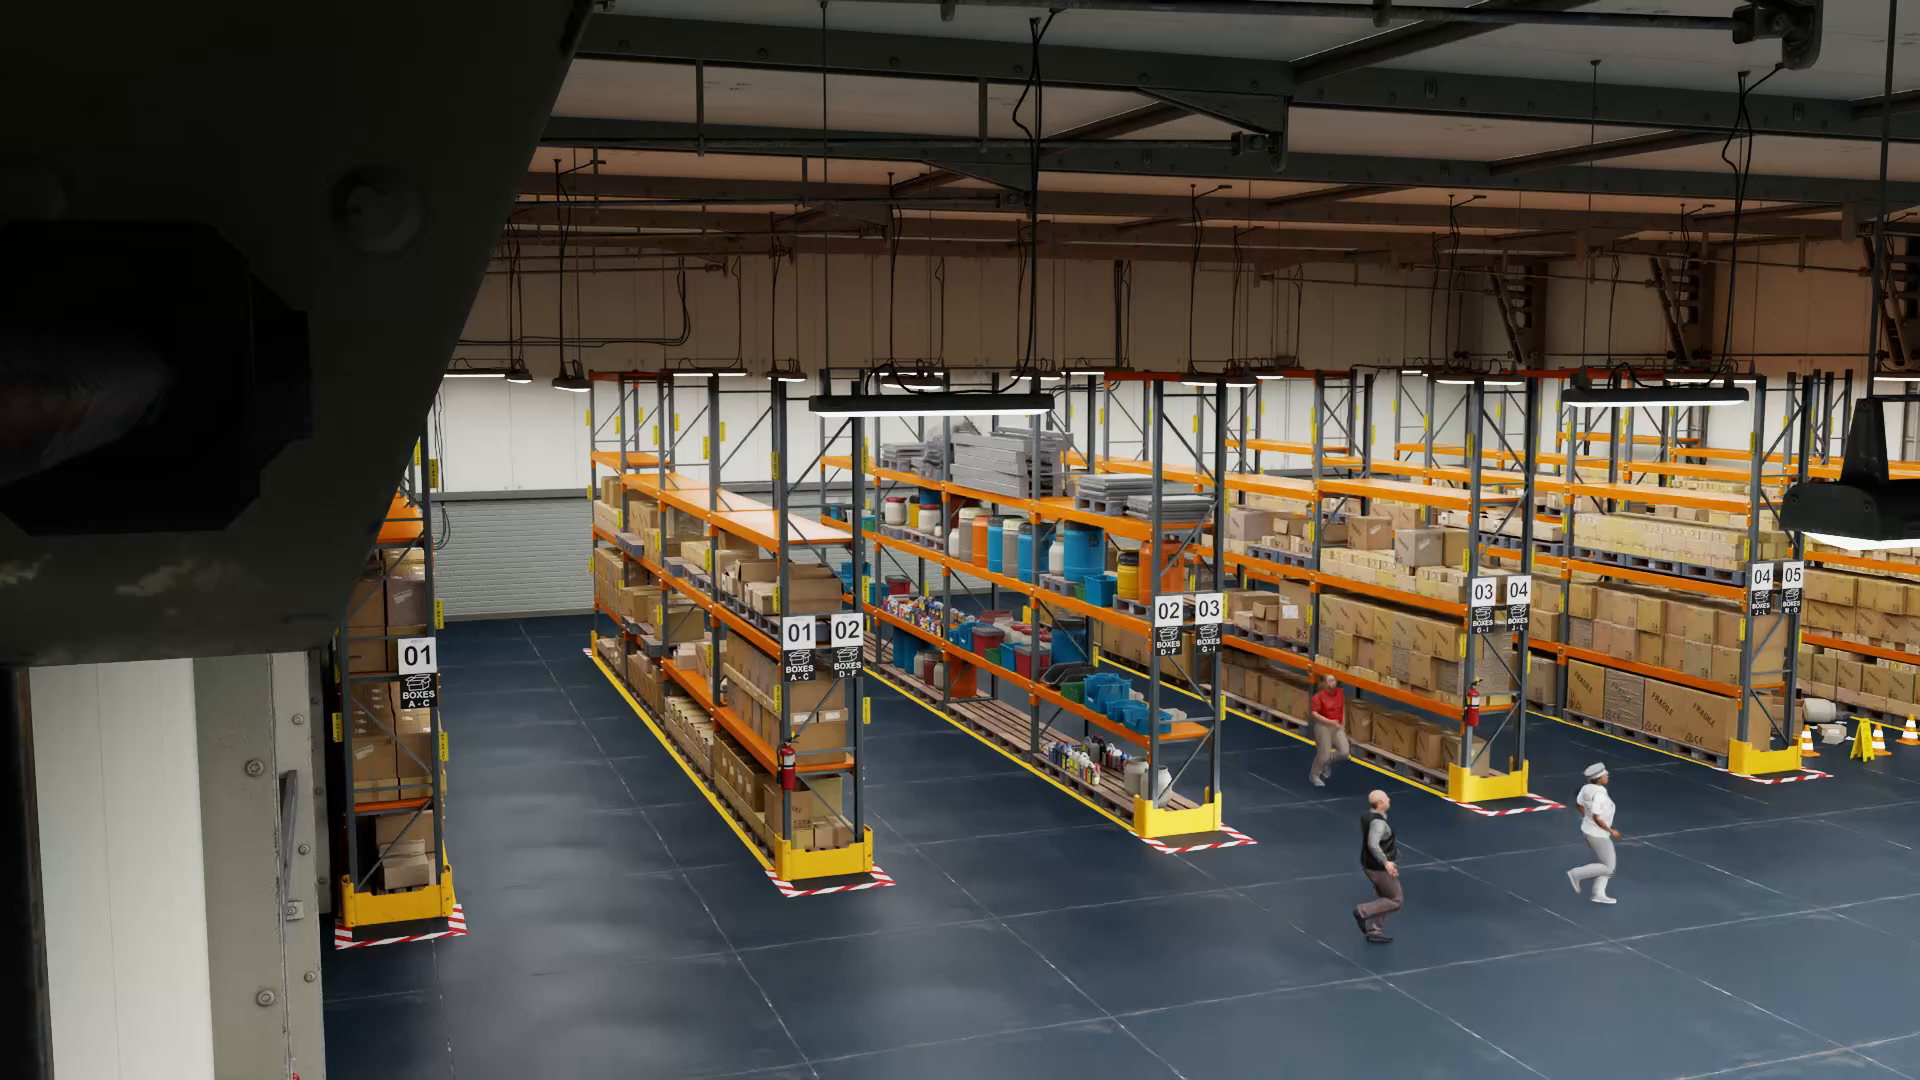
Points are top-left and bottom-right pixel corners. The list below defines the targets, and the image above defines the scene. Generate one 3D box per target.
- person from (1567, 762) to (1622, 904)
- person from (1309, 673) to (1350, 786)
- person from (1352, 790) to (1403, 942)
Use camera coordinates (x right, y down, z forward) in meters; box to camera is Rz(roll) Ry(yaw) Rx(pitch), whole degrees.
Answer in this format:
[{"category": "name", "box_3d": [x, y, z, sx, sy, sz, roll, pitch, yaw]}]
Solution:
[{"category": "person", "box_3d": [7.292, 3.380, 19.173, 0.611, 1.665, 0.575, 0, 6, 0]}, {"category": "person", "box_3d": [5.438, 2.784, 24.353, 0.688, 1.688, 0.718, -3, 7, -25]}, {"category": "person", "box_3d": [4.494, 3.514, 17.896, 0.581, 1.676, 0.662, 0, 6, -1]}]
